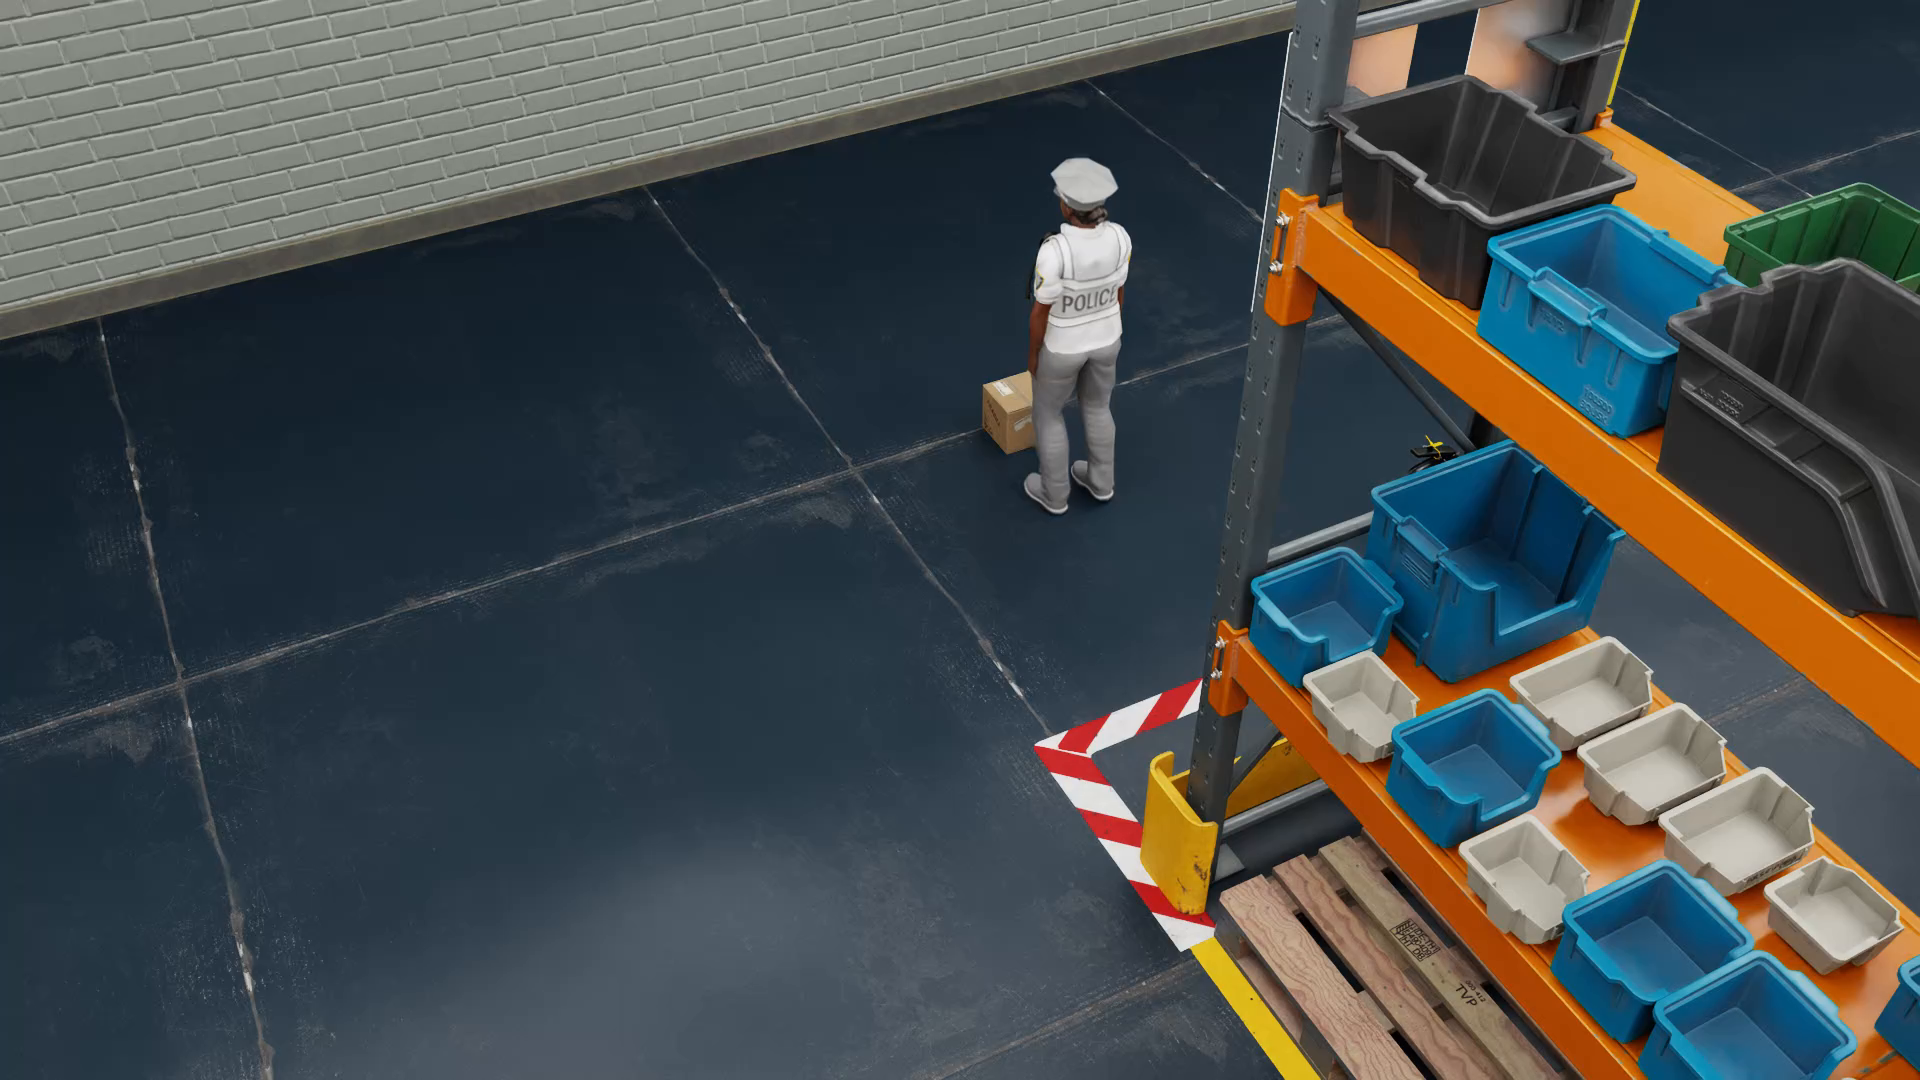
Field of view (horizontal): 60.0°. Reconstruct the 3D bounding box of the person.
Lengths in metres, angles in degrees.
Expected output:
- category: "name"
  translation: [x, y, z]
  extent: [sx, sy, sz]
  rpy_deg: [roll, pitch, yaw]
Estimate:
- category: "person"
  translation: [0.481, -0.844, 7.109]
  extent: [0.437, 1.672, 0.341]
  rpy_deg: [-18, 45, -19]
